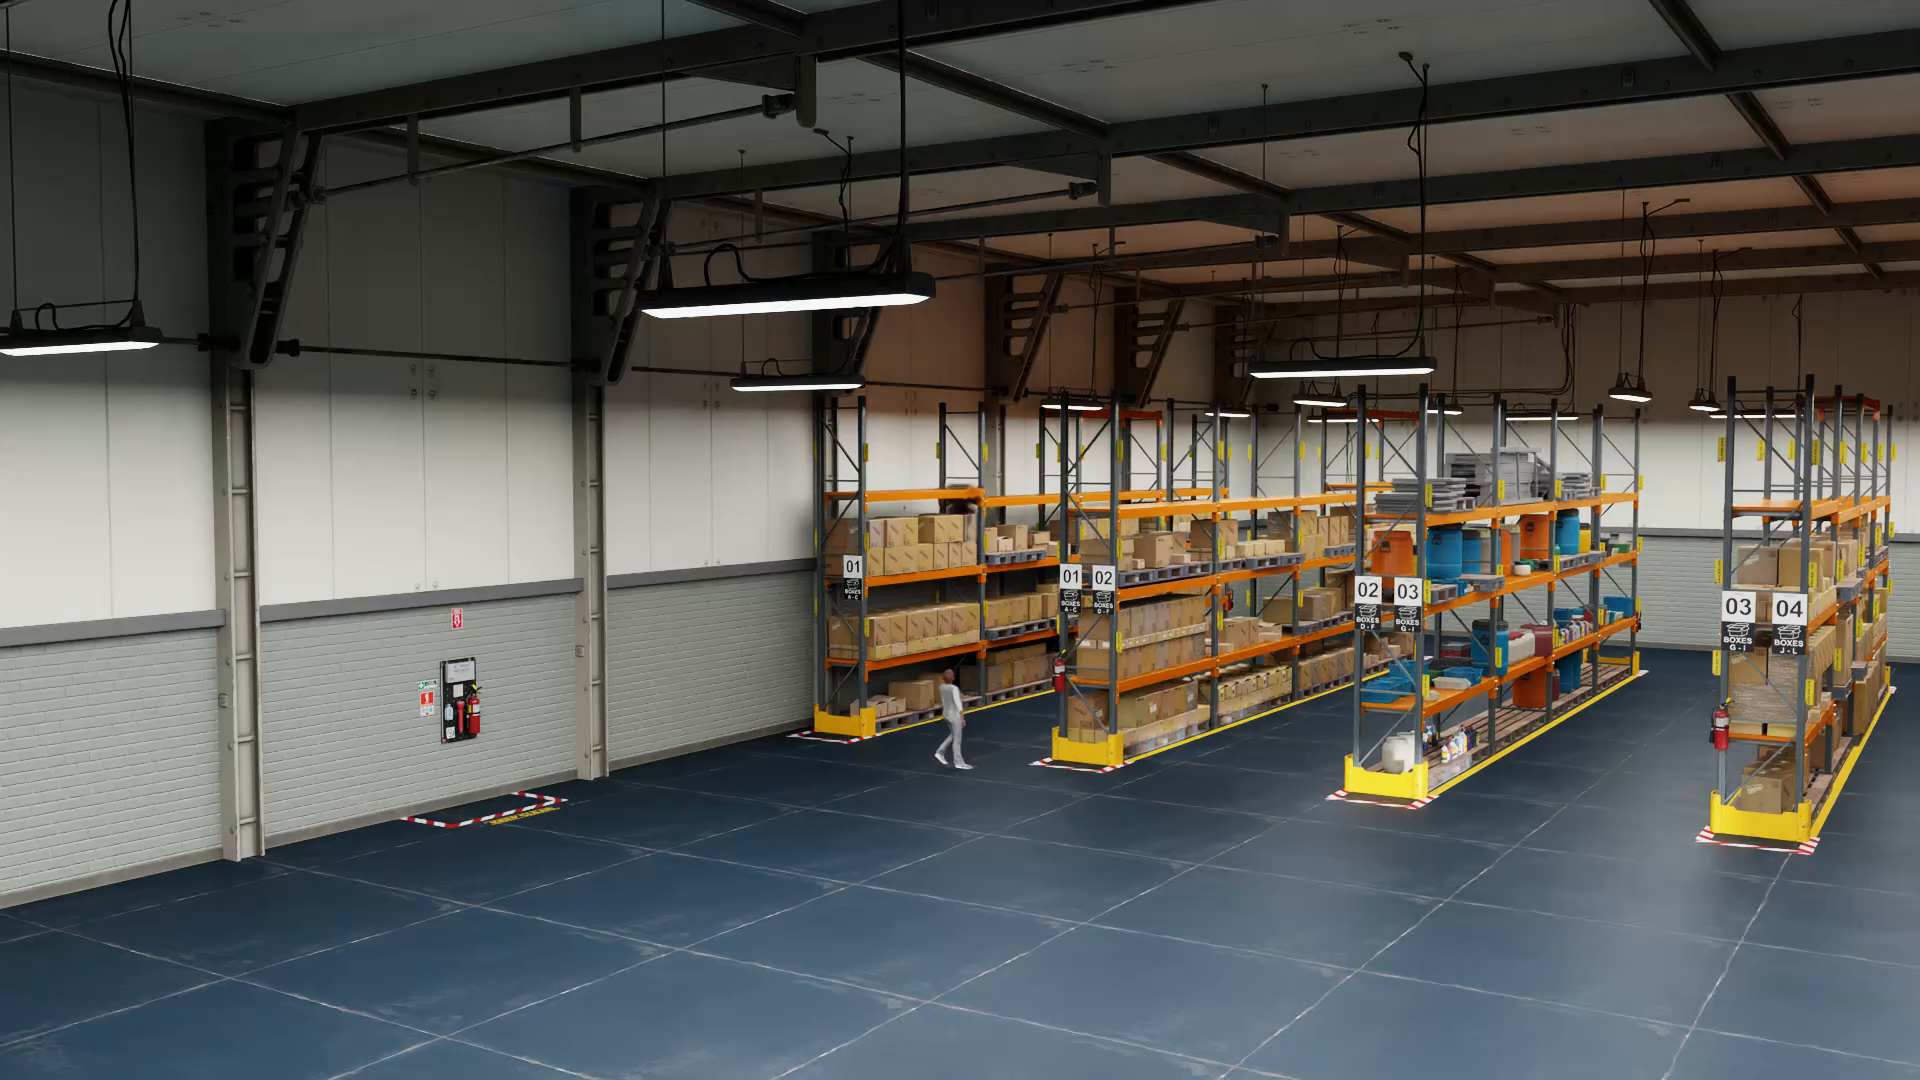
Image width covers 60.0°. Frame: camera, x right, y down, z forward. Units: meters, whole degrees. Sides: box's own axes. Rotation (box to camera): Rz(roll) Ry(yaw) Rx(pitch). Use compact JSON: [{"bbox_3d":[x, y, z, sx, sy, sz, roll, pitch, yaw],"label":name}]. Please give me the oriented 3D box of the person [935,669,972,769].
[{"bbox_3d":[-0.108,2.830,26.367,0.516,1.601,0.493,-1,3,-26],"label":"person"}]
